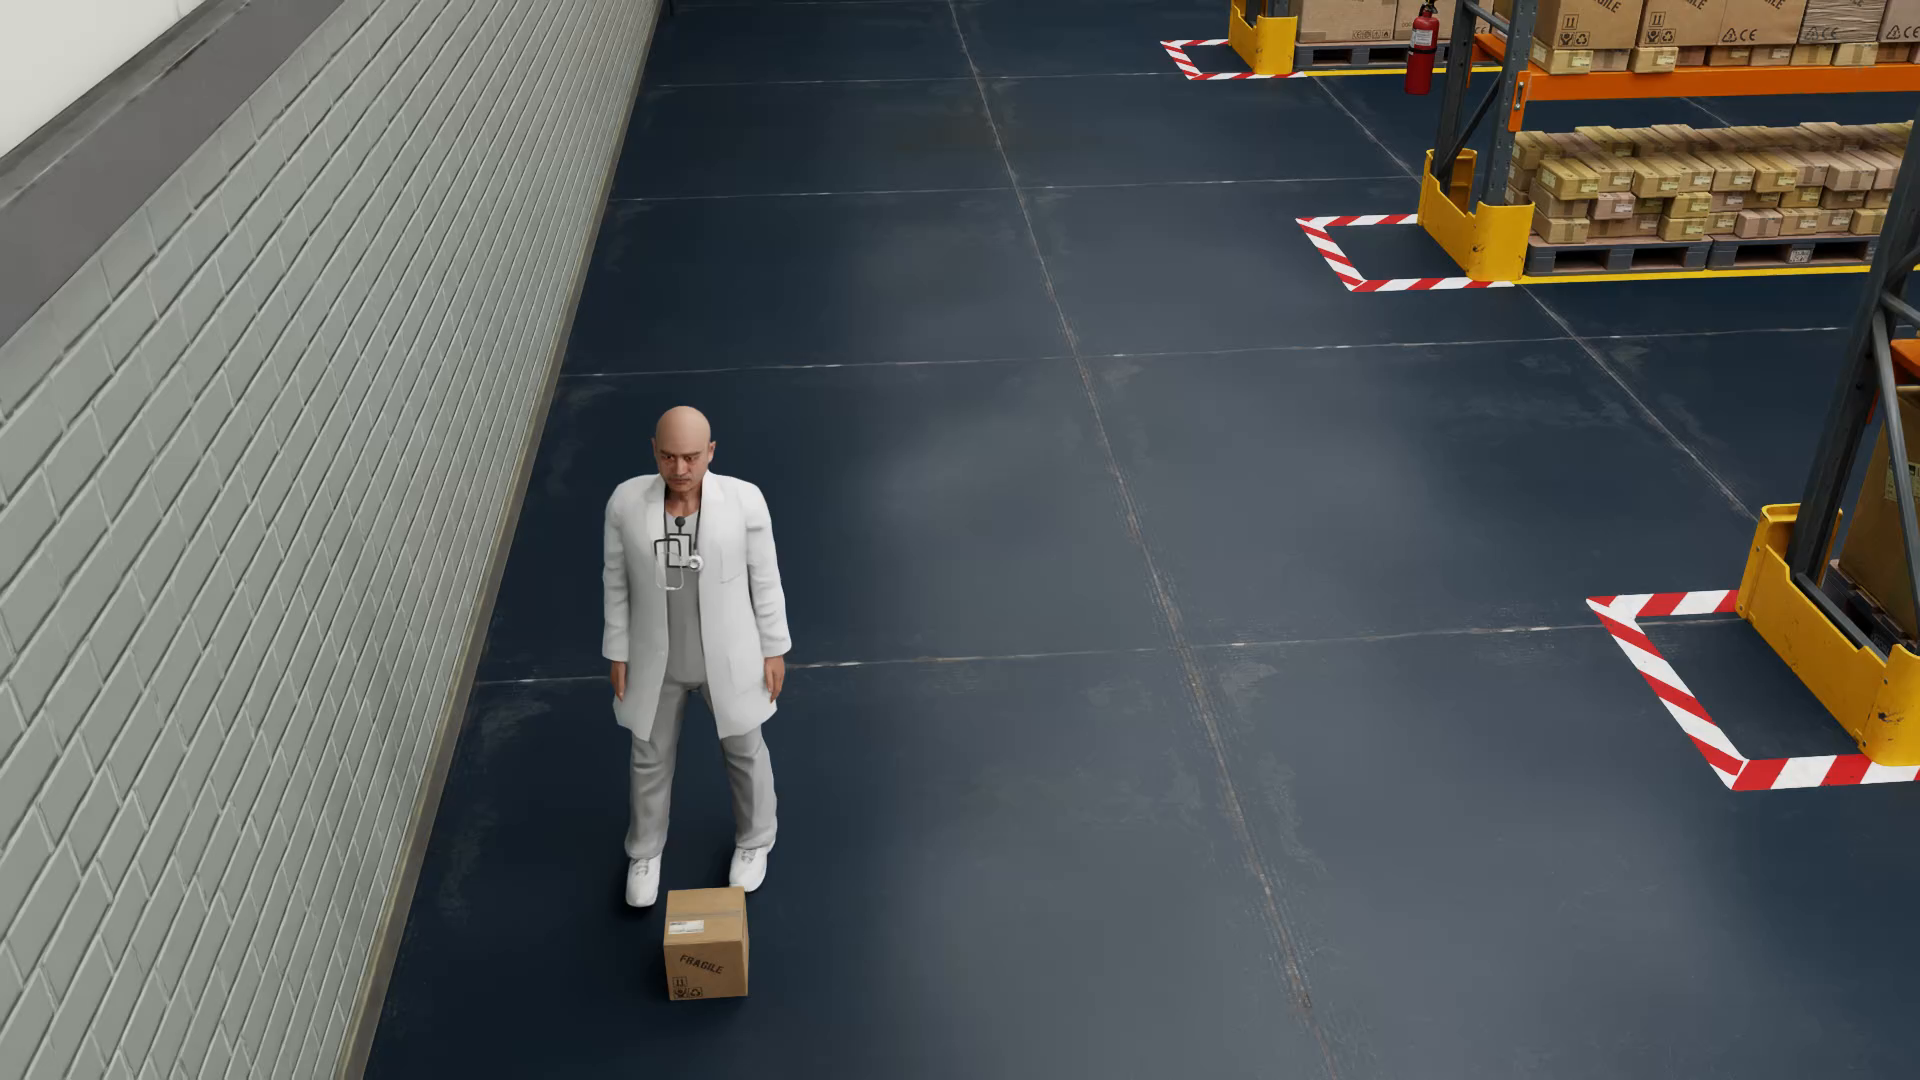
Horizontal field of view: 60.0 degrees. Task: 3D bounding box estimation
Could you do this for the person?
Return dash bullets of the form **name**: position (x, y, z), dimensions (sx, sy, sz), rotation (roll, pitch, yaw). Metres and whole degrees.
- **person**: position (-0.868, 0.415, 5.433), dimensions (0.617, 1.776, 0.471), rotation (0, 31, 0)
